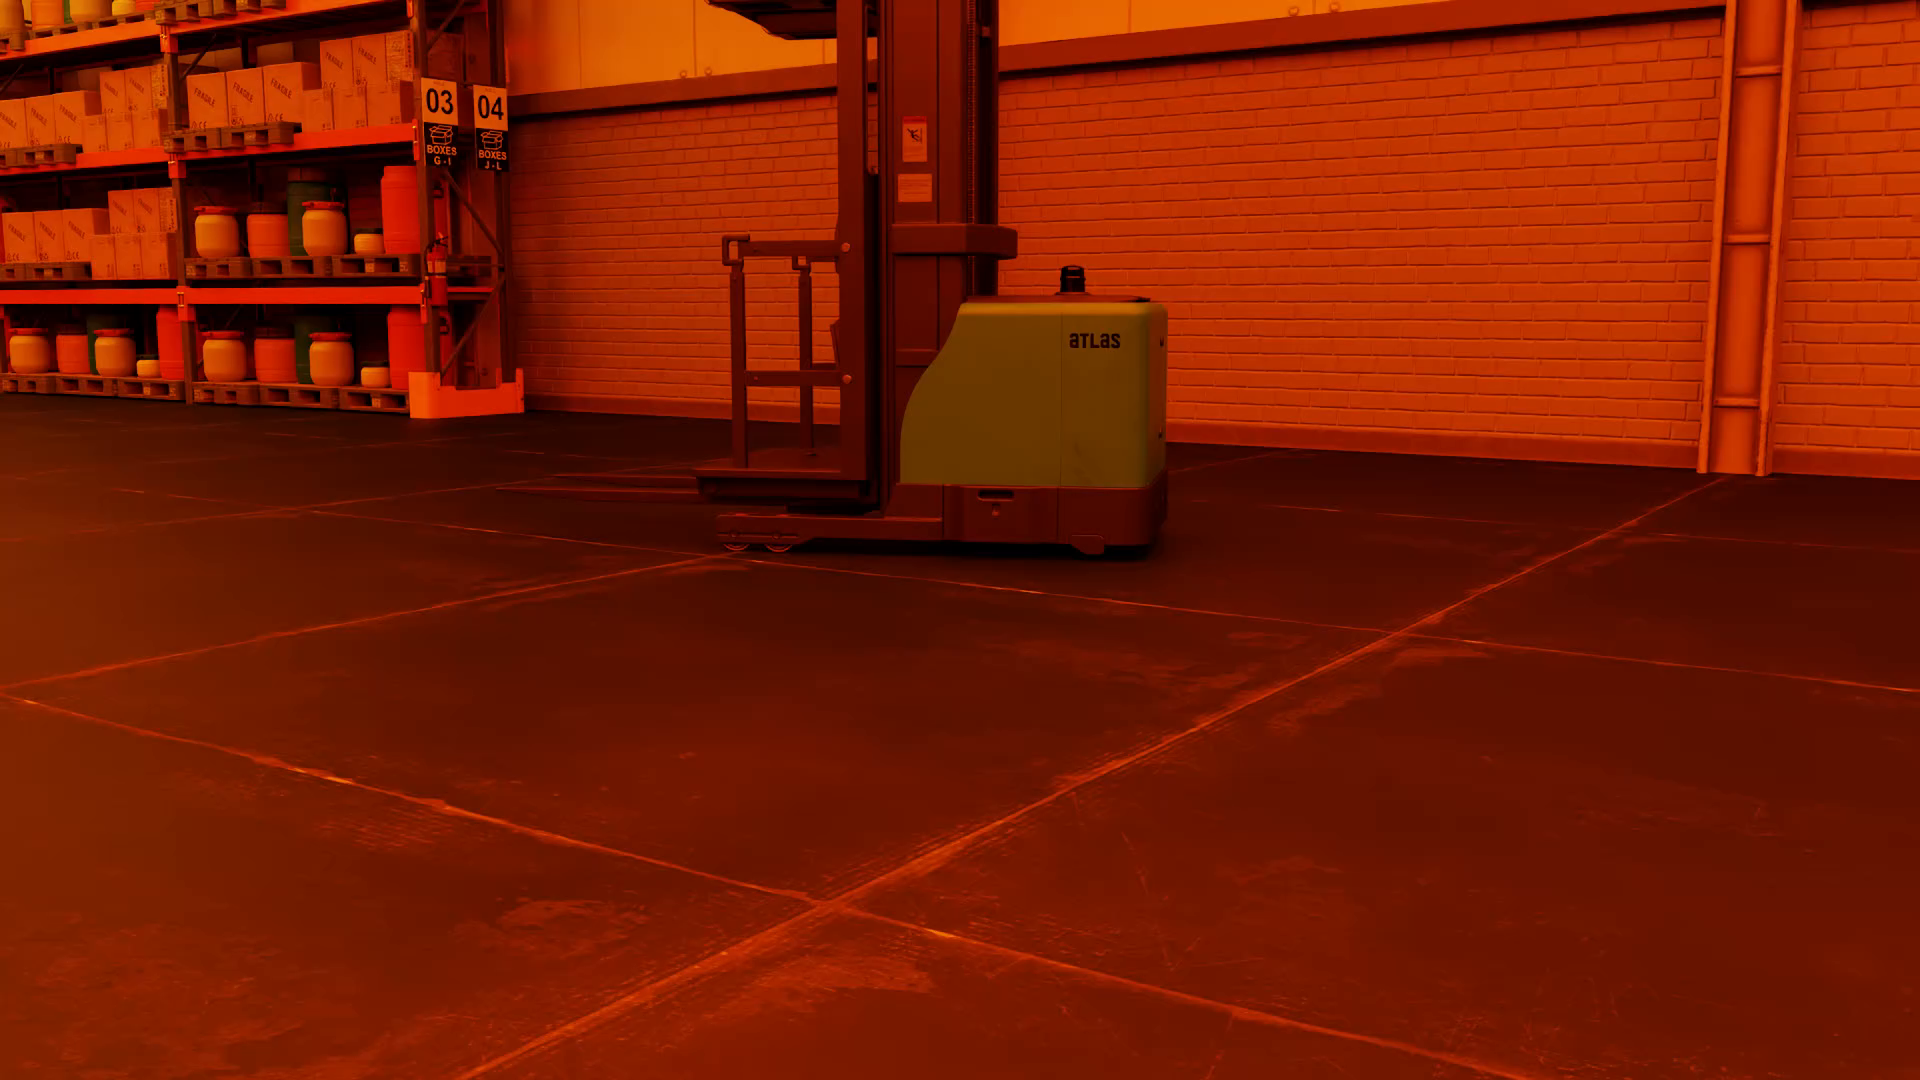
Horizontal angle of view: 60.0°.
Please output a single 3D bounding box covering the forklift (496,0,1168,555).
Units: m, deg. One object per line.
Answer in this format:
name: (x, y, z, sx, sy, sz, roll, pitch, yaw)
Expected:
forklift: (-0.596, -1.469, 7.520, 3.031, 2.935, 1.130, 2, 8, 12)
